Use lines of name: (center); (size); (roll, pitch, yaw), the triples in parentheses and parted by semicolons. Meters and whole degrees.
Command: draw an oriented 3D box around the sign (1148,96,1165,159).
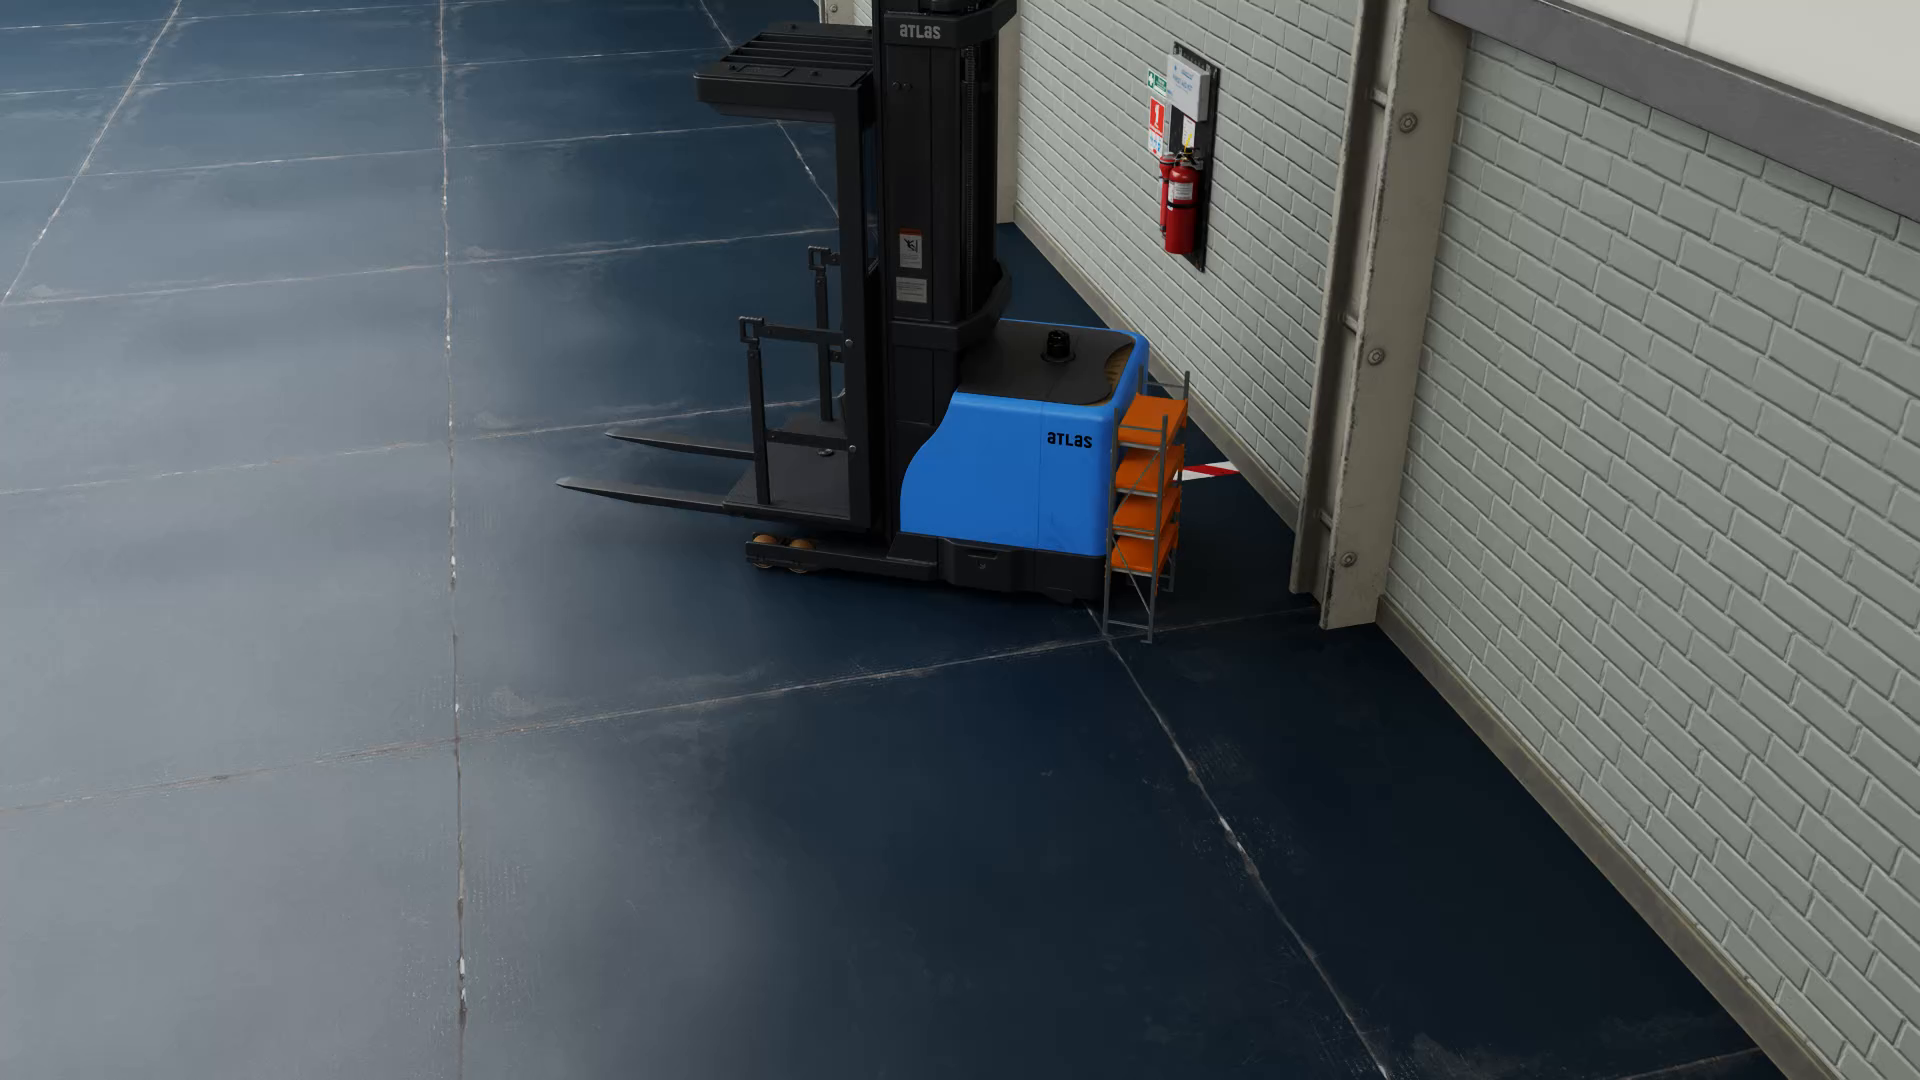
sign: (1.180, -2.477, 10.000); (0.001, 0.329, 0.234); (-8, 31, -13)

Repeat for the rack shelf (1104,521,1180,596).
rack shelf: (0.874, 0.067, 7.966); (0.258, 0.148, 0.480); (9, 31, 16)

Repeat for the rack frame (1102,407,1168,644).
rack frame: (0.798, -0.046, 7.633); (0.240, 1.200, 0.015); (9, 31, 16)

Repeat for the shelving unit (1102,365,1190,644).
shelving unit: (0.874, -0.163, 7.833); (0.258, 1.200, 0.503); (9, 31, 16)

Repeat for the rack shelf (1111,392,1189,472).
rack shelf: (0.874, -0.503, 7.636); (0.258, 0.148, 0.480); (9, 31, 16)

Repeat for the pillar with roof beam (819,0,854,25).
pillar with roof beam: (-5.489, -8.802, 14.975); (9.100, 9.000, 0.400); (-8, 31, -13)

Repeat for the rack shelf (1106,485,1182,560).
rack shelf: (0.874, -0.104, 7.867); (0.258, 0.148, 0.480); (9, 31, 16)

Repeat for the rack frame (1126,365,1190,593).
rack frame: (0.950, -0.279, 8.034); (0.240, 1.200, 0.015); (9, 31, 16)

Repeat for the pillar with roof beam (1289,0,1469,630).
pillar with roof beam: (-2.304, -3.007, 4.961); (9.100, 9.000, 0.400); (-8, 31, -13)

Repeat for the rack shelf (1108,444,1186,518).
rack shelf: (0.874, -0.298, 7.755); (0.258, 0.148, 0.480); (9, 31, 16)

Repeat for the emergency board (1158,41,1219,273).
emergency board: (1.228, -2.181, 9.524); (0.194, 1.169, 0.643); (-8, 31, -13)

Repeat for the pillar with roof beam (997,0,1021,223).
pillar with roof beam: (-3.896, -5.904, 9.968); (9.100, 9.000, 0.400); (-8, 31, -13)

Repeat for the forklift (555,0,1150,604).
forklift: (-0.603, -1.347, 8.152); (3.031, 2.935, 1.130); (7, 31, 13)

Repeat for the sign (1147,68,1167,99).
sign: (1.173, -2.703, 9.862); (0.001, 0.109, 0.331); (-8, 31, -13)
